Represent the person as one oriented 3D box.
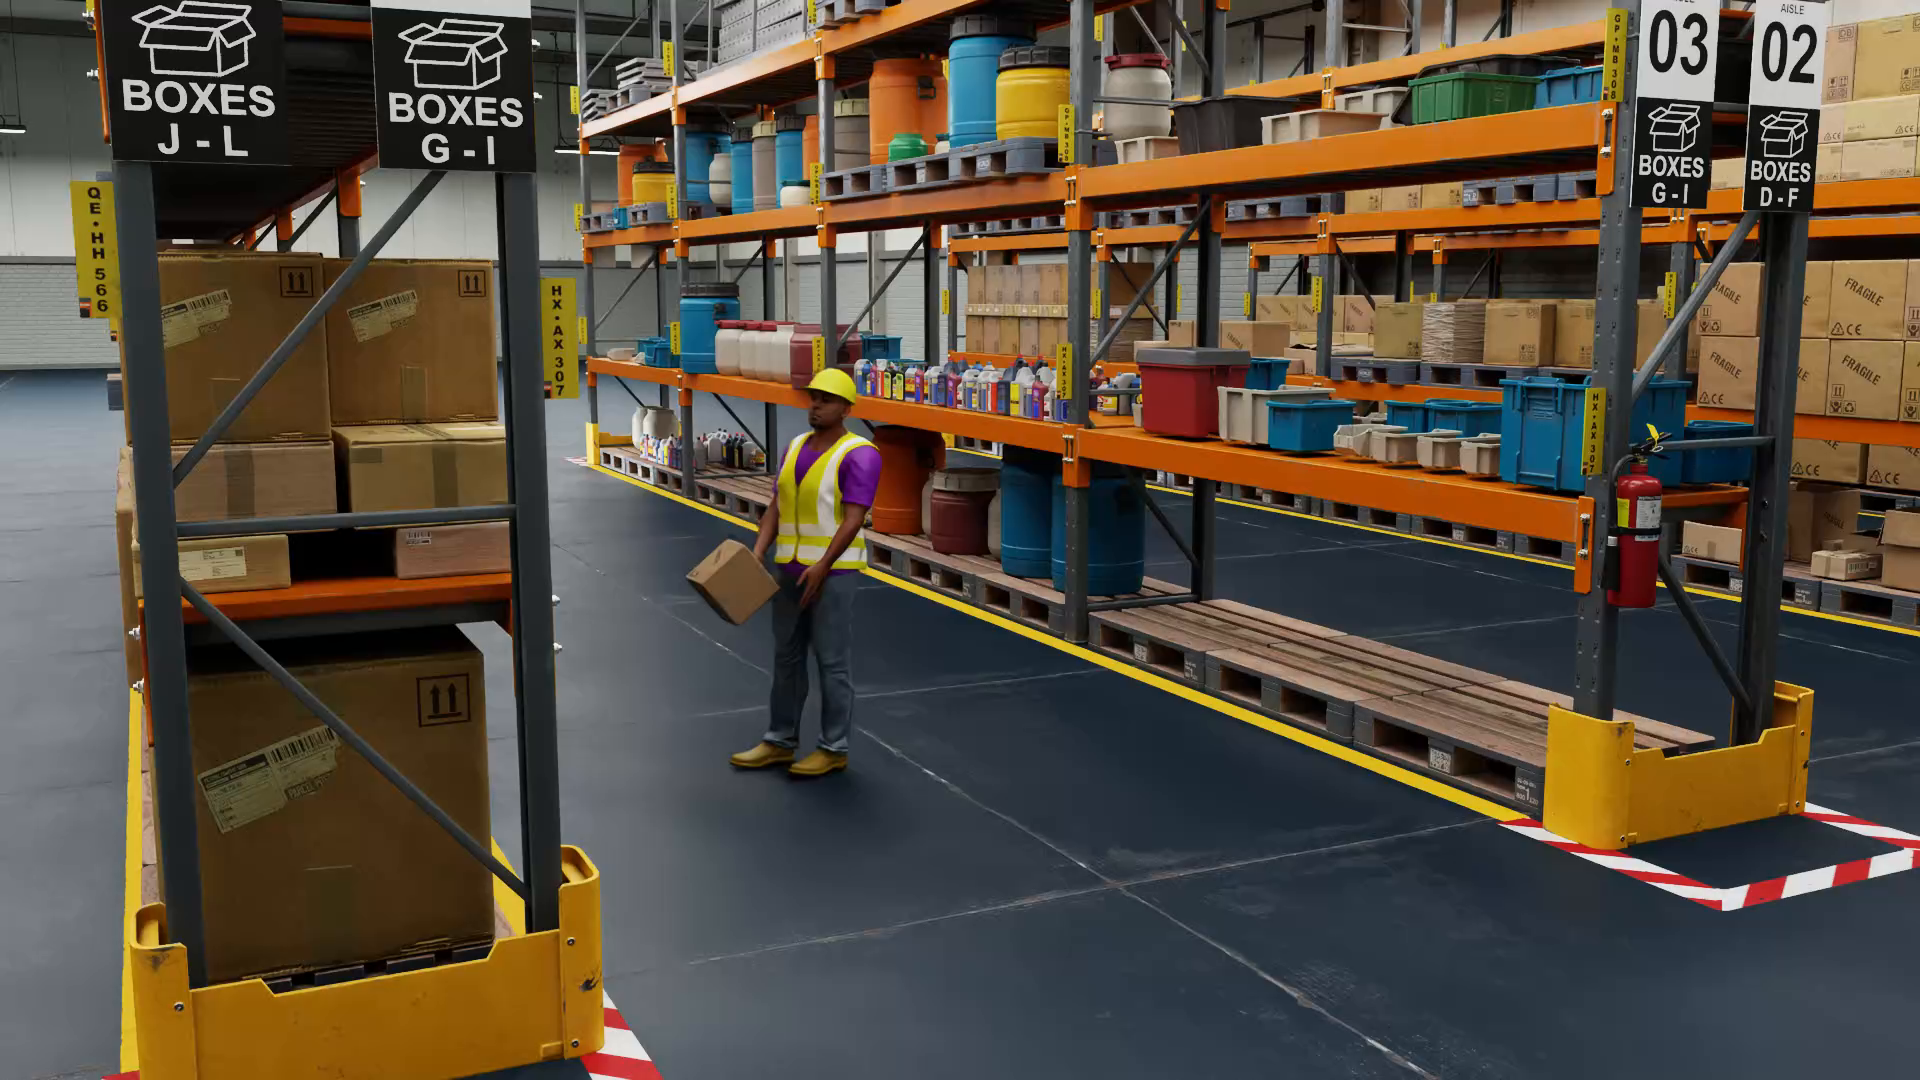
[{"bbox_3d":[-0.646,0.113,7.250,0.534,1.710,0.513,7,11,38],"label":"person"}]
